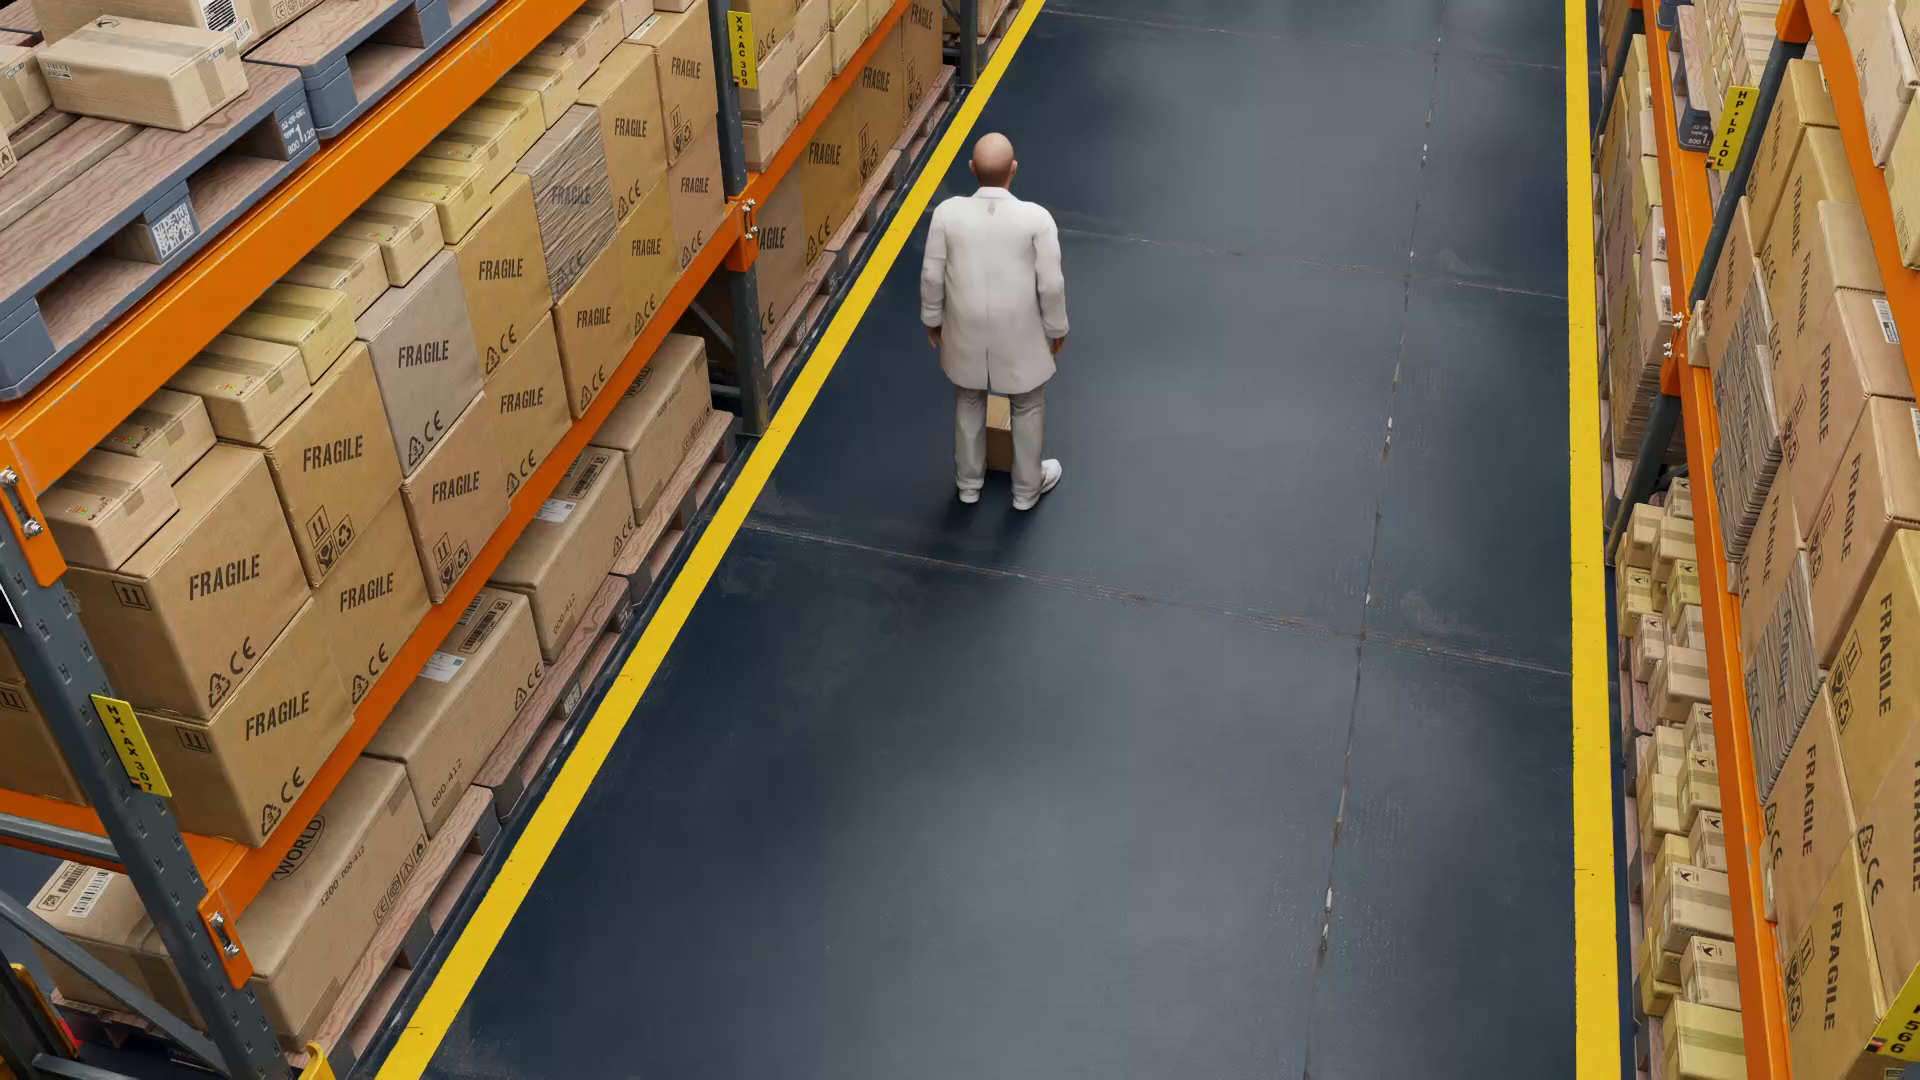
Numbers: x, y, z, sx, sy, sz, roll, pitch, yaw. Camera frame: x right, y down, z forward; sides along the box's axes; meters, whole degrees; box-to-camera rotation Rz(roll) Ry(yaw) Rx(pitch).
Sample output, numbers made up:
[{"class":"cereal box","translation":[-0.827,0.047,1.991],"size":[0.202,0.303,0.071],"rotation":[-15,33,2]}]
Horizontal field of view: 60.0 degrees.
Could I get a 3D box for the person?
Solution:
[{"class":"person","translation":[0.153,-0.927,7.255],"size":[0.642,1.774,0.423],"rotation":[8,41,9]}]
